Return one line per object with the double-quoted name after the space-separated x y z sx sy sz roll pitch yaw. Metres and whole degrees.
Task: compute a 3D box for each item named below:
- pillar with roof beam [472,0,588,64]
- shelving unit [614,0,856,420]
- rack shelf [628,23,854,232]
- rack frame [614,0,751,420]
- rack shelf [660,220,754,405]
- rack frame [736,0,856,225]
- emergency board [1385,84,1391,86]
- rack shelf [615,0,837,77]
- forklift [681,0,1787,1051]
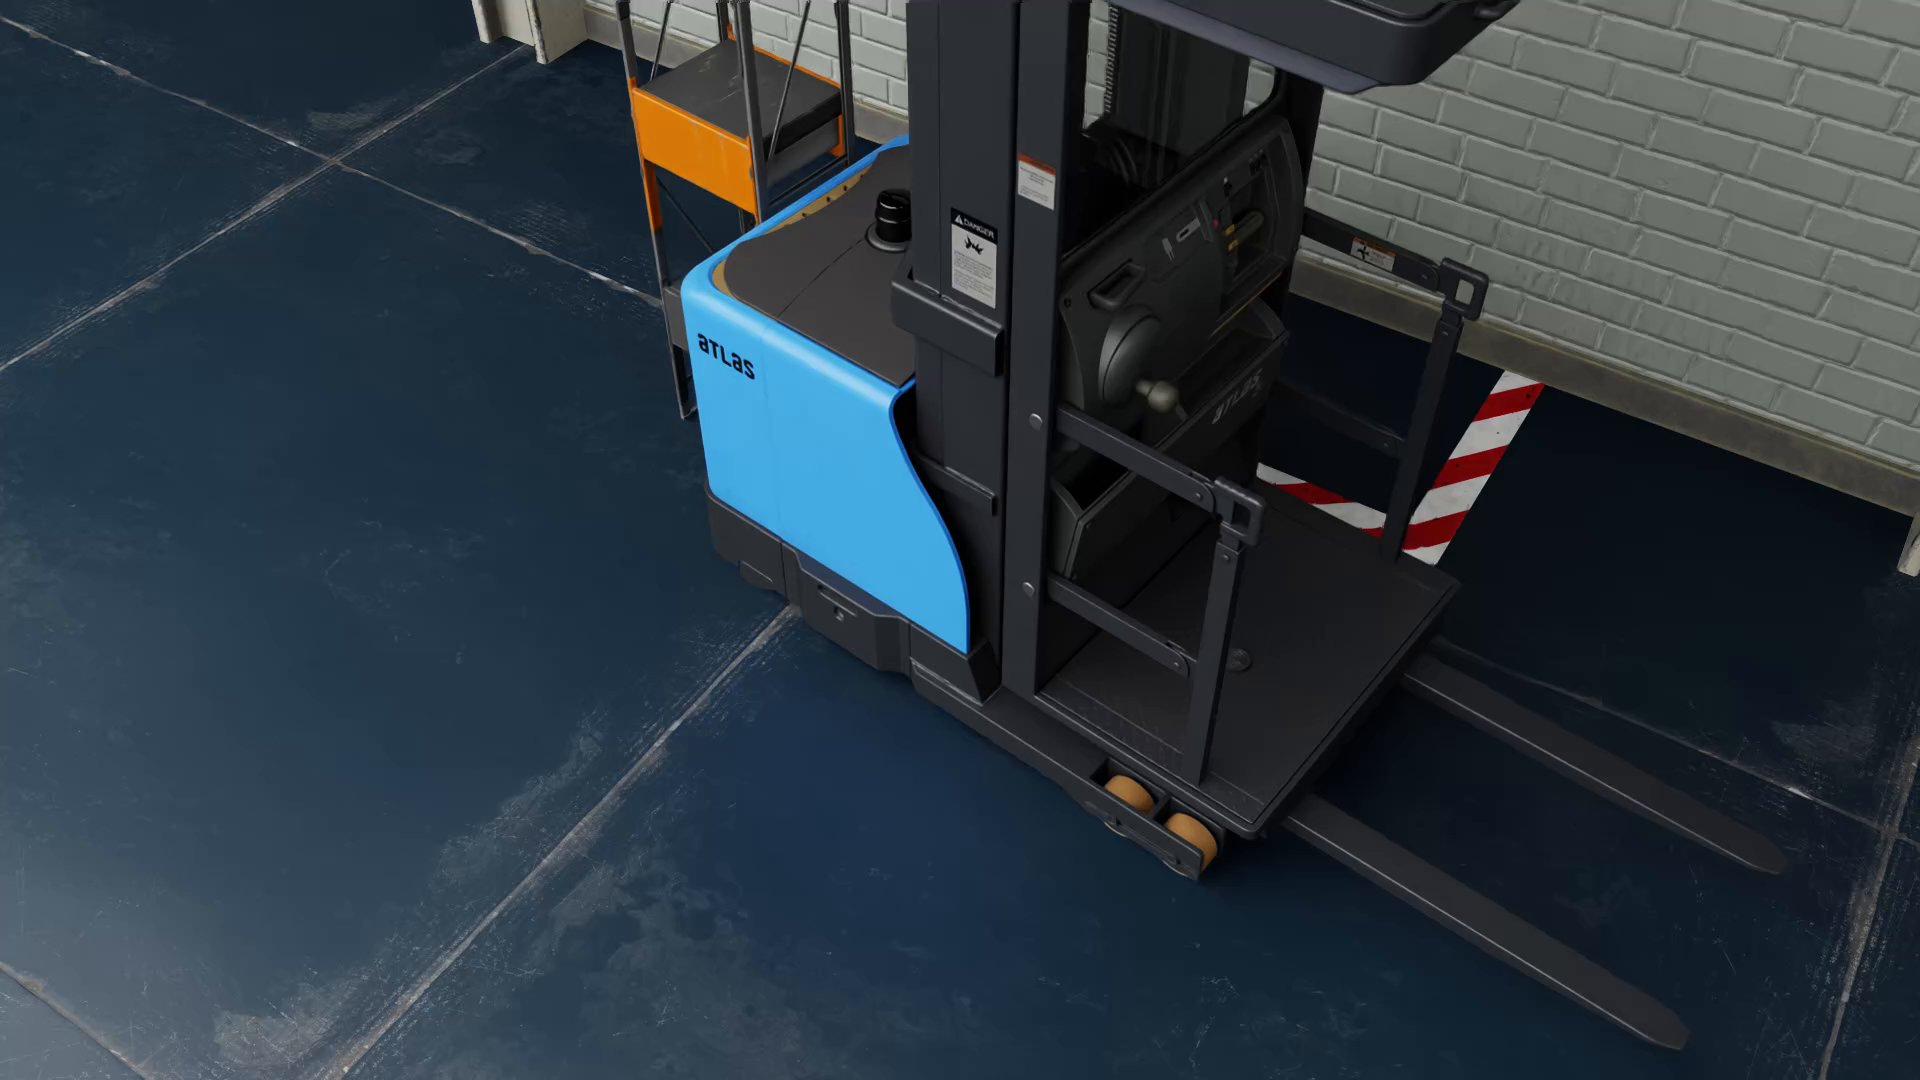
-4.218 -2.784 1.681 0.400 9.000 9.100 25 51 22 "pillar with roof beam"
-0.627 -1.141 4.894 0.503 2.100 0.431 30 53 26 "shelving unit"
-0.627 -1.131 4.904 0.480 0.518 0.431 30 53 26 "rack shelf"
-0.816 -1.252 5.002 0.015 2.100 0.400 30 53 26 "rack frame"
-0.627 -0.643 5.406 0.480 0.518 0.431 30 53 26 "rack shelf"
-0.438 -1.030 4.786 0.015 2.100 0.400 30 53 26 "rack frame"
1.097 -1.949 5.052 0.643 1.169 0.194 25 51 22 "emergency board"
-0.627 -1.619 4.402 0.480 0.518 0.431 30 53 26 "rack shelf"
0.692 -0.571 3.761 3.031 2.935 1.130 30 53 26 "forklift"
